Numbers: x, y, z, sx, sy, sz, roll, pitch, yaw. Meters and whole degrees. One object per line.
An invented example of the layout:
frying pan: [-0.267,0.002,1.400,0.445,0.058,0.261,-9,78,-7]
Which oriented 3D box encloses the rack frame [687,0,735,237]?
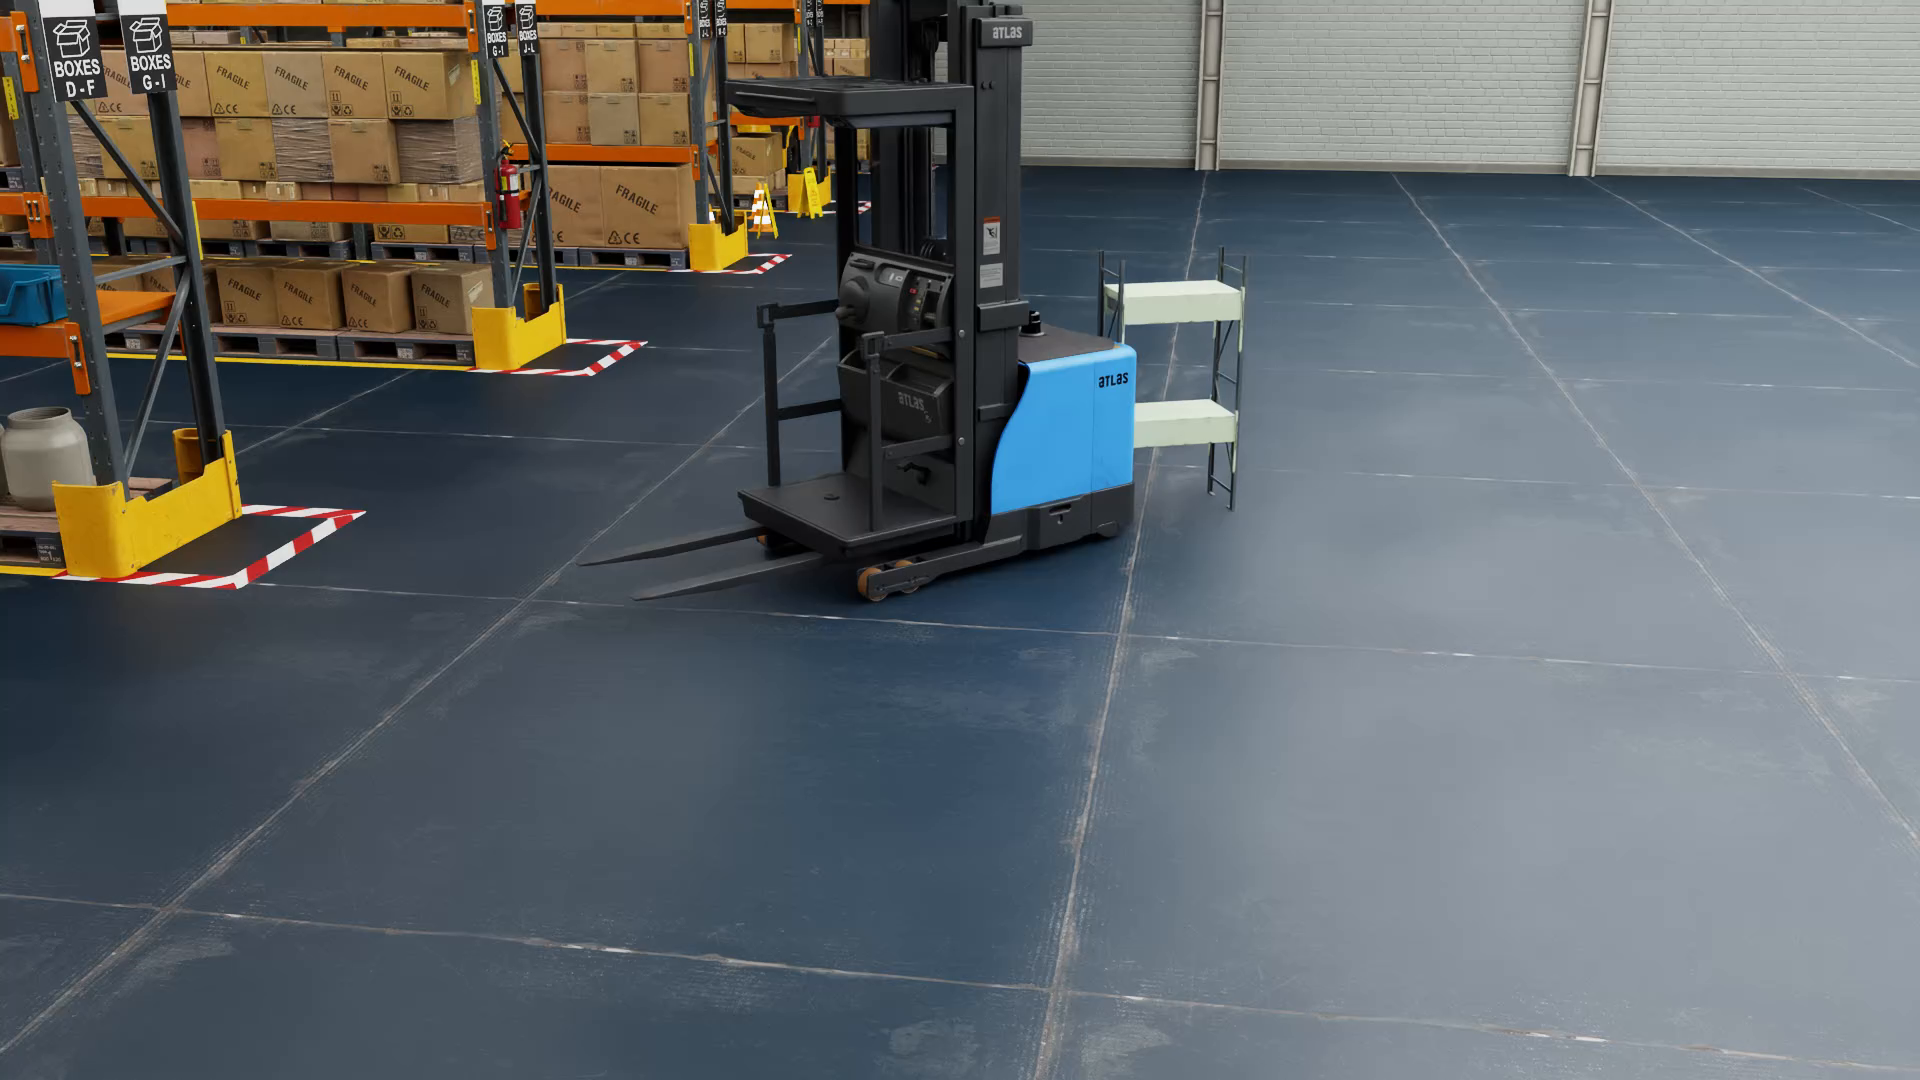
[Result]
rack frame: [-2.703,-4.521,18.087,0.127,3.000,1.000,3,19,9]

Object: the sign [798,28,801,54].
sign: [-2.125,-6.603,21.986,0.005,0.325,0.100,3,19,9]

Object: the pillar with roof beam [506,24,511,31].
pillar with roof beam: [-8.385,-9.747,24.253,0.400,9.000,9.100,3,19,9]

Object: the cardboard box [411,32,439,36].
cardboard box: [-7.415,-6.963,23.074,0.250,0.149,0.380,2,19,6]

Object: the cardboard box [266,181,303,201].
cardboard box: [-5.401,-2.845,13.475,0.250,0.149,0.380,3,19,9]

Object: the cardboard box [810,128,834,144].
cardboard box: [-2.258,-6.719,27.541,0.500,0.250,0.500,3,19,8]

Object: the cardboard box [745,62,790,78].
cardboard box: [-2.597,-6.206,22.497,0.500,0.500,0.500,3,19,8]

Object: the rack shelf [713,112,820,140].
rack shelf: [-3.992,-5.836,23.152,4.000,0.370,1.077,3,19,9]

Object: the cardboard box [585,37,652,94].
cardboard box: [-3.621,-5.133,17.980,0.550,0.550,0.875,3,19,9]

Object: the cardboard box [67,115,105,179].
cardboard box: [-7.104,-3.320,13.871,0.500,0.500,0.875,3,19,9]

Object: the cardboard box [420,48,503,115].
cardboard box: [-4.089,-3.748,13.574,0.500,0.500,0.500,3,19,9]

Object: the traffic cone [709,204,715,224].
traffic cone: [-3.002,-3.789,19.899,0.334,0.463,0.336,3,19,9]

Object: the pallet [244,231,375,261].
pallet: [-7.426,-3.415,19.176,1.213,0.211,1.003,3,19,9]

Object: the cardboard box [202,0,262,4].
cardboard box: [-5.601,-4.344,13.068,0.500,0.250,0.500,3,19,8]

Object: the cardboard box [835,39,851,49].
cardboard box: [-1.869,-8.083,27.083,0.250,0.149,0.380,3,19,9]

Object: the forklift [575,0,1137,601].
forklift: [-0.503,-1.271,8.483,3.031,2.935,1.130,-13,23,-35]

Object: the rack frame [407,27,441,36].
rack frame: [-9.133,-8.034,28.588,0.127,3.000,1.000,3,19,9]

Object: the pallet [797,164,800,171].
pallet: [-3.197,-6.397,28.089,1.213,0.211,1.003,3,19,9]

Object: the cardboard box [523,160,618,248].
cardboard box: [-4.252,-3.769,18.528,0.875,0.875,0.875,3,19,8]

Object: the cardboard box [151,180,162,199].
cardboard box: [-6.390,-2.893,13.619,0.250,0.149,0.380,3,19,9]

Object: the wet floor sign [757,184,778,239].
wet floor sign: [-2.360,-4.023,20.310,0.232,0.644,0.267,0,19,-1]

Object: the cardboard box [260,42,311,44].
cardboard box: [-9.509,-6.772,23.526,0.500,0.500,0.500,2,19,7]

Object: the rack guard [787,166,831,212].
rack guard: [-2.093,-4.895,23.145,0.348,0.500,1.175,3,19,9]

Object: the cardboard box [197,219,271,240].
cardboard box: [-8.231,-3.907,19.137,0.750,0.750,1.050,3,19,9]

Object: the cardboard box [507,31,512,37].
cardboard box: [-6.375,-7.108,23.508,0.250,0.149,0.380,3,19,8]

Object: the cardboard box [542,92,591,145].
cardboard box: [-4.156,-4.685,18.340,0.550,0.550,0.875,3,19,9]

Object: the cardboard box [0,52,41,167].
cardboard box: [-8.301,-3.741,14.148,1.000,1.000,1.000,3,19,9]

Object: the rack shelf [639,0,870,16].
rack shelf: [-3.209,-8.814,27.324,4.000,0.370,1.077,3,19,9]

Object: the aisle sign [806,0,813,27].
aisle sign: [-2.002,-7.215,22.043,0.004,0.787,0.394,3,19,9]

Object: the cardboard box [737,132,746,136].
cardboard box: [-3.311,-5.481,23.445,0.500,0.500,0.500,2,19,7]

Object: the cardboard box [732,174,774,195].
cardboard box: [-2.882,-4.929,22.980,0.500,0.250,0.500,3,19,8]

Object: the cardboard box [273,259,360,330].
cardboard box: [-5.414,-2.079,14.067,0.500,0.500,0.500,5,19,14]

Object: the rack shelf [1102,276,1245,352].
rack shelf: [1.212,-1.288,9.558,0.720,0.370,0.431,-4,19,-12]

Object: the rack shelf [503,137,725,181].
rack shelf: [-4.678,-4.280,18.502,4.000,0.370,1.077,3,19,9]

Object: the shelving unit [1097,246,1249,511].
shelving unit: [1.212,-0.918,9.682,0.755,1.500,0.431,-4,19,-12]

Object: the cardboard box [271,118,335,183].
cardboard box: [-5.128,-3.223,13.582,0.500,0.500,0.875,3,19,9]

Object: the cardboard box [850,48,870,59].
cardboard box: [-1.621,-7.916,27.056,0.250,0.149,0.380,3,19,9]

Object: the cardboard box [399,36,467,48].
cardboard box: [-5.732,-5.285,18.432,0.550,0.550,0.875,3,19,9]

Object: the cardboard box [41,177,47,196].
cardboard box: [-7.374,-2.949,13.785,0.250,0.149,0.380,3,19,9]

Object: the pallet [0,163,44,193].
pallet: [-8.270,-3.166,14.341,1.213,0.211,1.003,3,19,9]

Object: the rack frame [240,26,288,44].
rack frame: [-9.916,-6.479,23.940,0.127,3.000,1.000,3,19,9]

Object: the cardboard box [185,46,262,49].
cardboard box: [-6.063,-3.849,13.878,0.500,0.500,0.500,3,19,9]

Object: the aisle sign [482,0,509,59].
aisle sign: [-3.576,-4.108,12.755,0.004,0.787,0.394,3,19,9]

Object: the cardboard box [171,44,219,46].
cardboard box: [-8.649,-5.343,18.812,0.500,0.500,0.700,3,19,8]

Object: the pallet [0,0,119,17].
pallet: [-5.176,-2.825,8.590,1.213,0.211,1.003,3,19,9]

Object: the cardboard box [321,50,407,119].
cardboard box: [-4.666,-3.608,13.157,0.500,0.500,0.500,3,19,9]

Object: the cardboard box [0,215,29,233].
cardboard box: [-11.293,-3.888,19.474,0.500,0.500,0.500,3,19,8]

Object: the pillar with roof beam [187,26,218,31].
pillar with roof beam: [-14.309,-10.049,25.156,0.400,9.000,9.100,3,19,9]

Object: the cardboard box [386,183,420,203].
cardboard box: [-4.405,-2.812,13.375,0.250,0.149,0.380,3,19,9]

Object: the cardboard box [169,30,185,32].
cardboard box: [-11.364,-7.155,24.227,0.500,0.500,0.500,3,19,10]

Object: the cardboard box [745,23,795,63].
cardboard box: [-2.557,-6.697,22.387,0.500,0.500,0.700,2,19,7]

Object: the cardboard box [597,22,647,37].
cardboard box: [-4.575,-6.784,22.649,0.500,0.500,0.700,3,19,7]

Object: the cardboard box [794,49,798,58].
cardboard box: [-2.638,-7.967,27.207,0.250,0.149,0.380,2,19,7]

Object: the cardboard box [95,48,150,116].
cardboard box: [-6.641,-3.709,13.458,0.500,0.500,0.500,3,19,9]
